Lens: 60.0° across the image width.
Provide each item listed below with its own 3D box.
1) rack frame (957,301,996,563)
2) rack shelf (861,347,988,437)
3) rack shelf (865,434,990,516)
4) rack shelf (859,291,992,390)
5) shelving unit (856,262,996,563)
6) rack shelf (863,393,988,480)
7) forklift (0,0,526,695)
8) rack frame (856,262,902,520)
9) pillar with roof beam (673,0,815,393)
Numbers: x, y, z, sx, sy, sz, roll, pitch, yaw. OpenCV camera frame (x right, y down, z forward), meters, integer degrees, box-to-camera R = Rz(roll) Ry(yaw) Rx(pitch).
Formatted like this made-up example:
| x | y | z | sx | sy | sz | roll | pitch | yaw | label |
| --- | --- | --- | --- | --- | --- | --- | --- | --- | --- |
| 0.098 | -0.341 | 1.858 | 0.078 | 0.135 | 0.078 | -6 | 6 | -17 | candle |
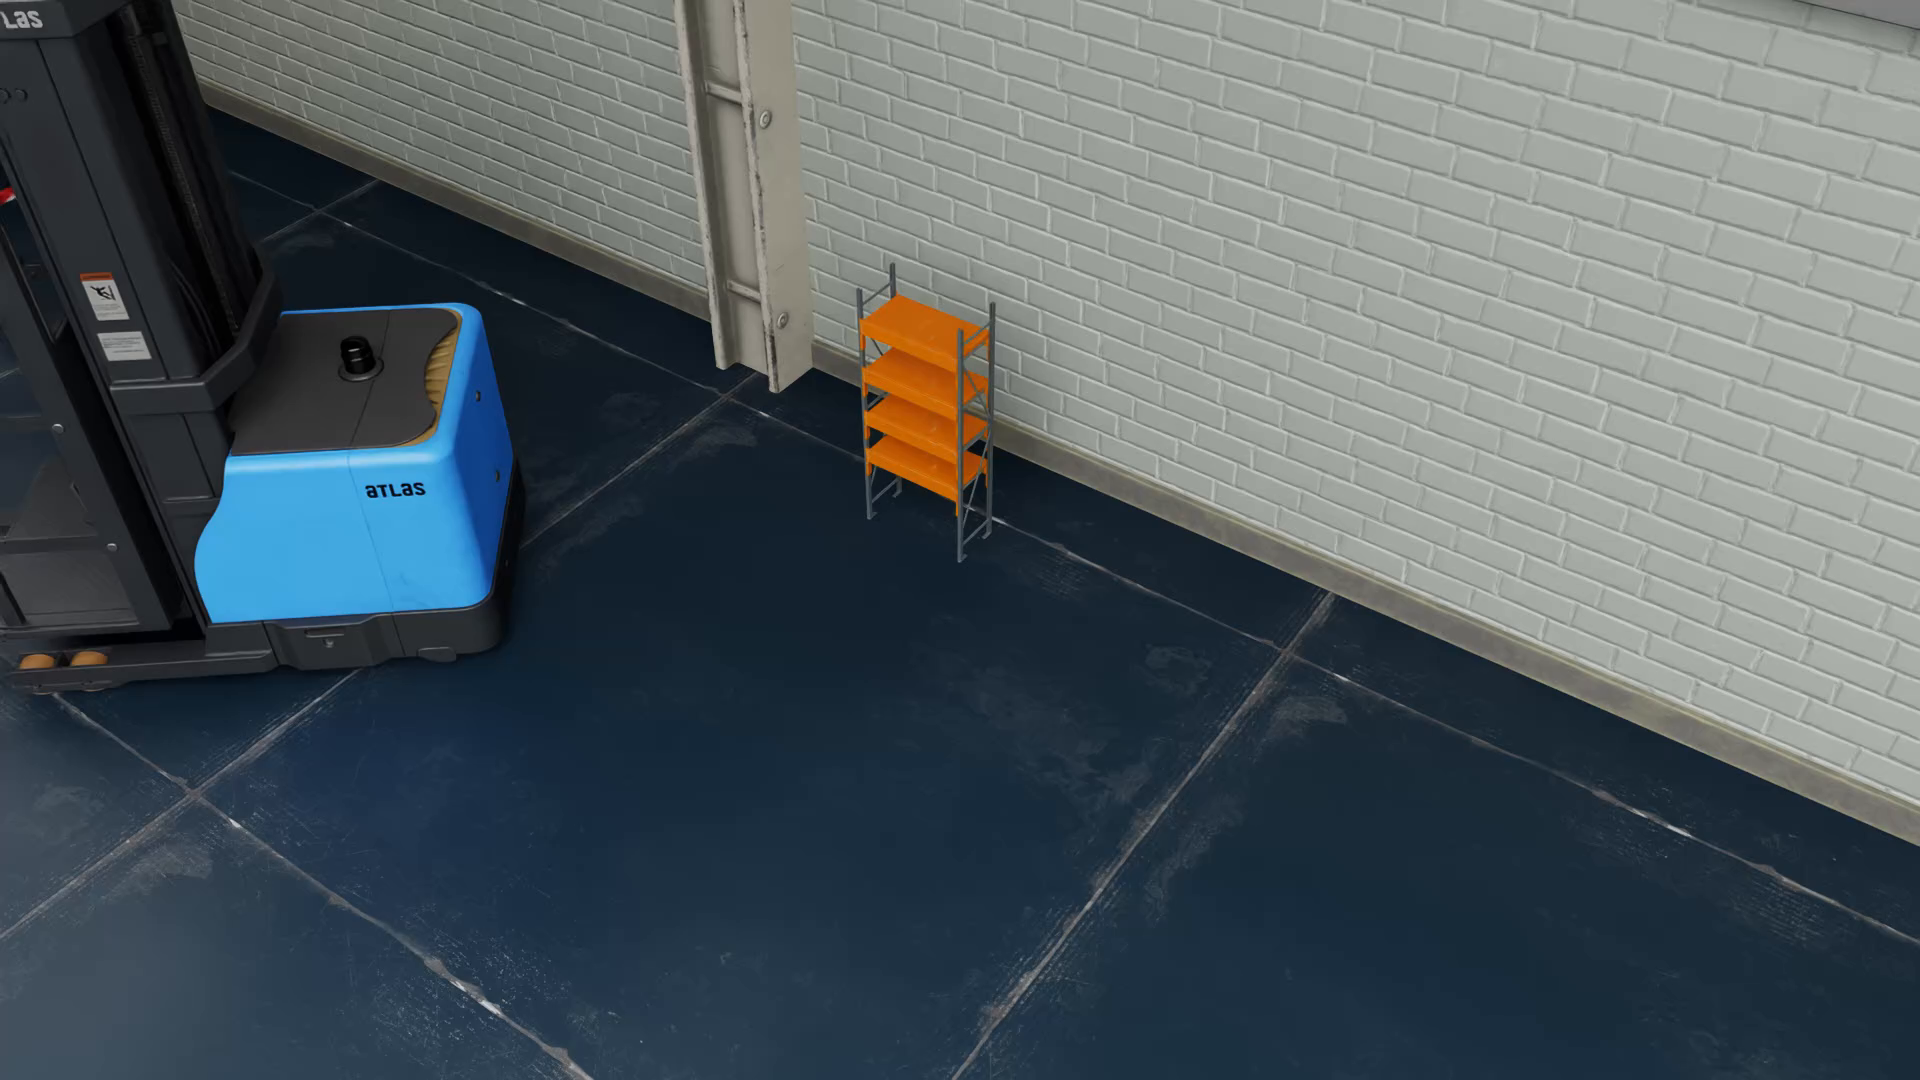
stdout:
| x | y | z | sx | sy | sz | roll | pitch | yaw | label |
| --- | --- | --- | --- | --- | --- | --- | --- | --- | --- |
| 0.064 | -0.417 | 6.816 | 0.015 | 1.200 | 0.240 | 25 | 48 | 25 | rack frame |
| -0.136 | -0.627 | 6.816 | 0.480 | 0.148 | 0.258 | 25 | 48 | 25 | rack shelf |
| -0.136 | -0.312 | 7.098 | 0.480 | 0.148 | 0.258 | 25 | 48 | 25 | rack shelf |
| -0.136 | -0.803 | 6.659 | 0.480 | 0.148 | 0.258 | 25 | 48 | 25 | rack shelf |
| -0.136 | -0.511 | 6.921 | 0.503 | 1.200 | 0.258 | 25 | 48 | 25 | shelving unit |
| -0.136 | -0.460 | 6.966 | 0.480 | 0.148 | 0.258 | 25 | 48 | 25 | rack shelf |
| -3.386 | -0.852 | 6.004 | 3.031 | 2.935 | 1.130 | -3 | 42 | -4 | forklift |
| -0.335 | -0.604 | 7.025 | 0.015 | 1.200 | 0.240 | 25 | 48 | 25 | rack frame |
| -3.429 | -1.870 | 2.591 | 0.400 | 9.000 | 9.100 | 25 | 48 | 25 | pillar with roof beam |
